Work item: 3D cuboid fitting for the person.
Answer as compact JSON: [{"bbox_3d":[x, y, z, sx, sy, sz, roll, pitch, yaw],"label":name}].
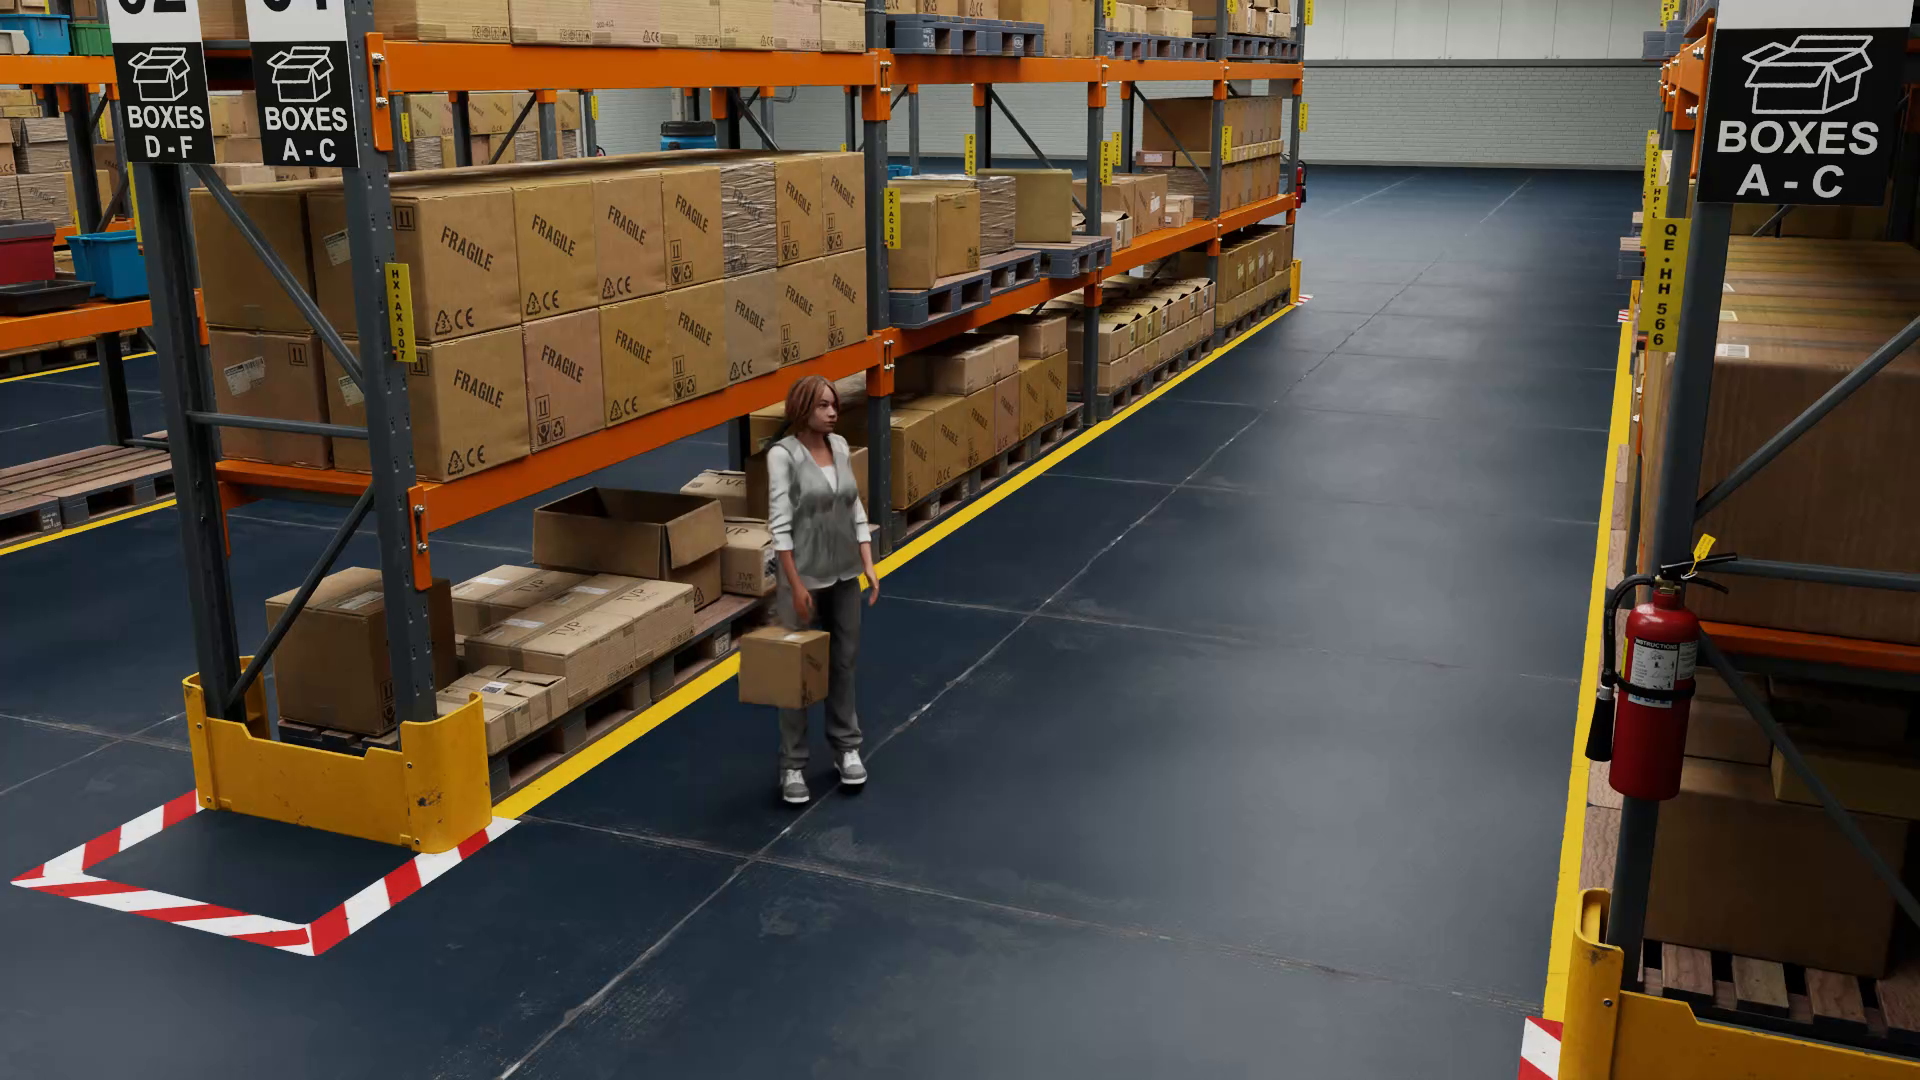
[{"bbox_3d":[-0.544,0.178,6.343,0.472,1.608,0.396,-14,21,-41],"label":"person"}]
